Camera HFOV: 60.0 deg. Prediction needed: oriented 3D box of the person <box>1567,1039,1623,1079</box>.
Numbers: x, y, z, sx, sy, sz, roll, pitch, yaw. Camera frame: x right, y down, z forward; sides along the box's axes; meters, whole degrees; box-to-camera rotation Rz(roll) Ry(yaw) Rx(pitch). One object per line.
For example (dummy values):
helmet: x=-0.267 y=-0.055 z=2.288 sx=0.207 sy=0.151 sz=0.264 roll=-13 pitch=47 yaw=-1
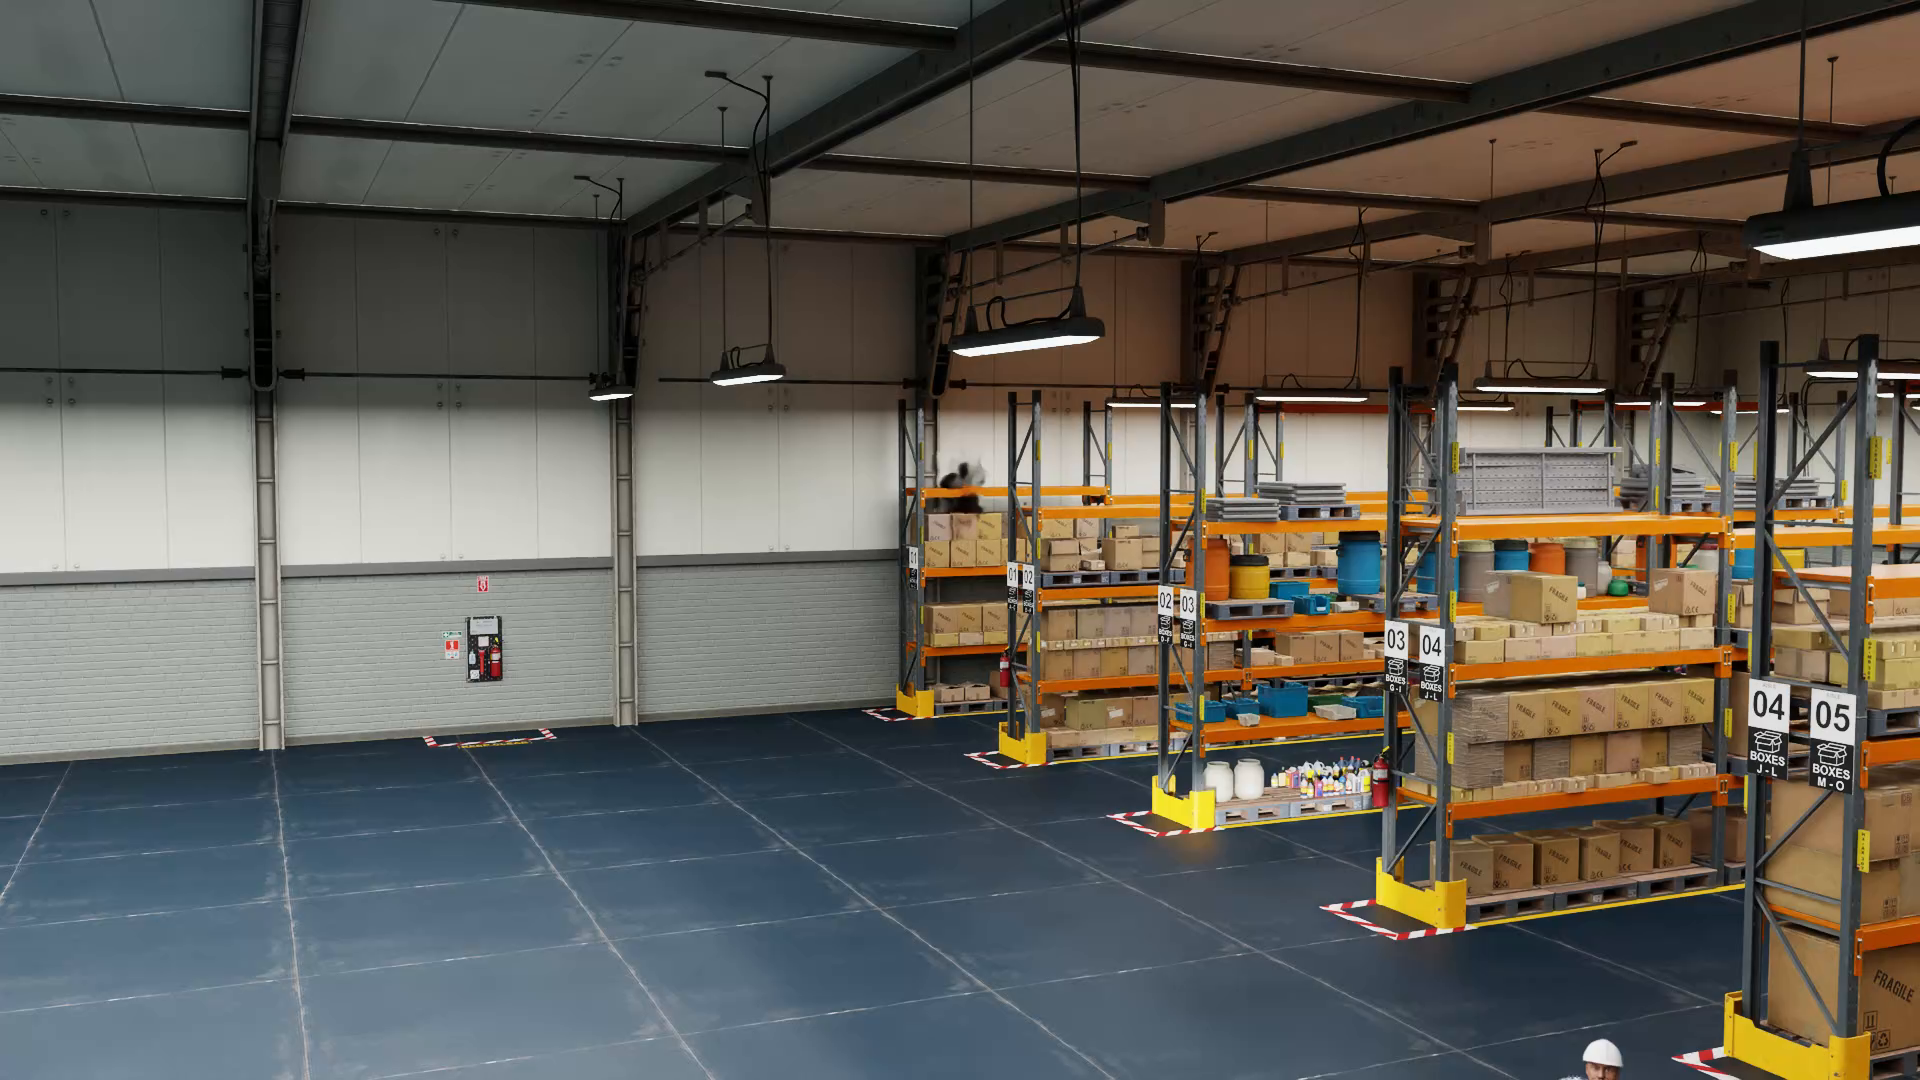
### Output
person: x=3.583 y=3.722 z=9.362 sx=0.661 sy=1.847 sz=0.785 roll=1 pitch=4 yaw=21

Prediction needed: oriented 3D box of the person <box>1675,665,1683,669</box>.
person: x=13.140 y=2.558 z=30.086 sx=0.770 sy=1.758 sz=0.546 roll=-3 pitch=4 yaw=-38
